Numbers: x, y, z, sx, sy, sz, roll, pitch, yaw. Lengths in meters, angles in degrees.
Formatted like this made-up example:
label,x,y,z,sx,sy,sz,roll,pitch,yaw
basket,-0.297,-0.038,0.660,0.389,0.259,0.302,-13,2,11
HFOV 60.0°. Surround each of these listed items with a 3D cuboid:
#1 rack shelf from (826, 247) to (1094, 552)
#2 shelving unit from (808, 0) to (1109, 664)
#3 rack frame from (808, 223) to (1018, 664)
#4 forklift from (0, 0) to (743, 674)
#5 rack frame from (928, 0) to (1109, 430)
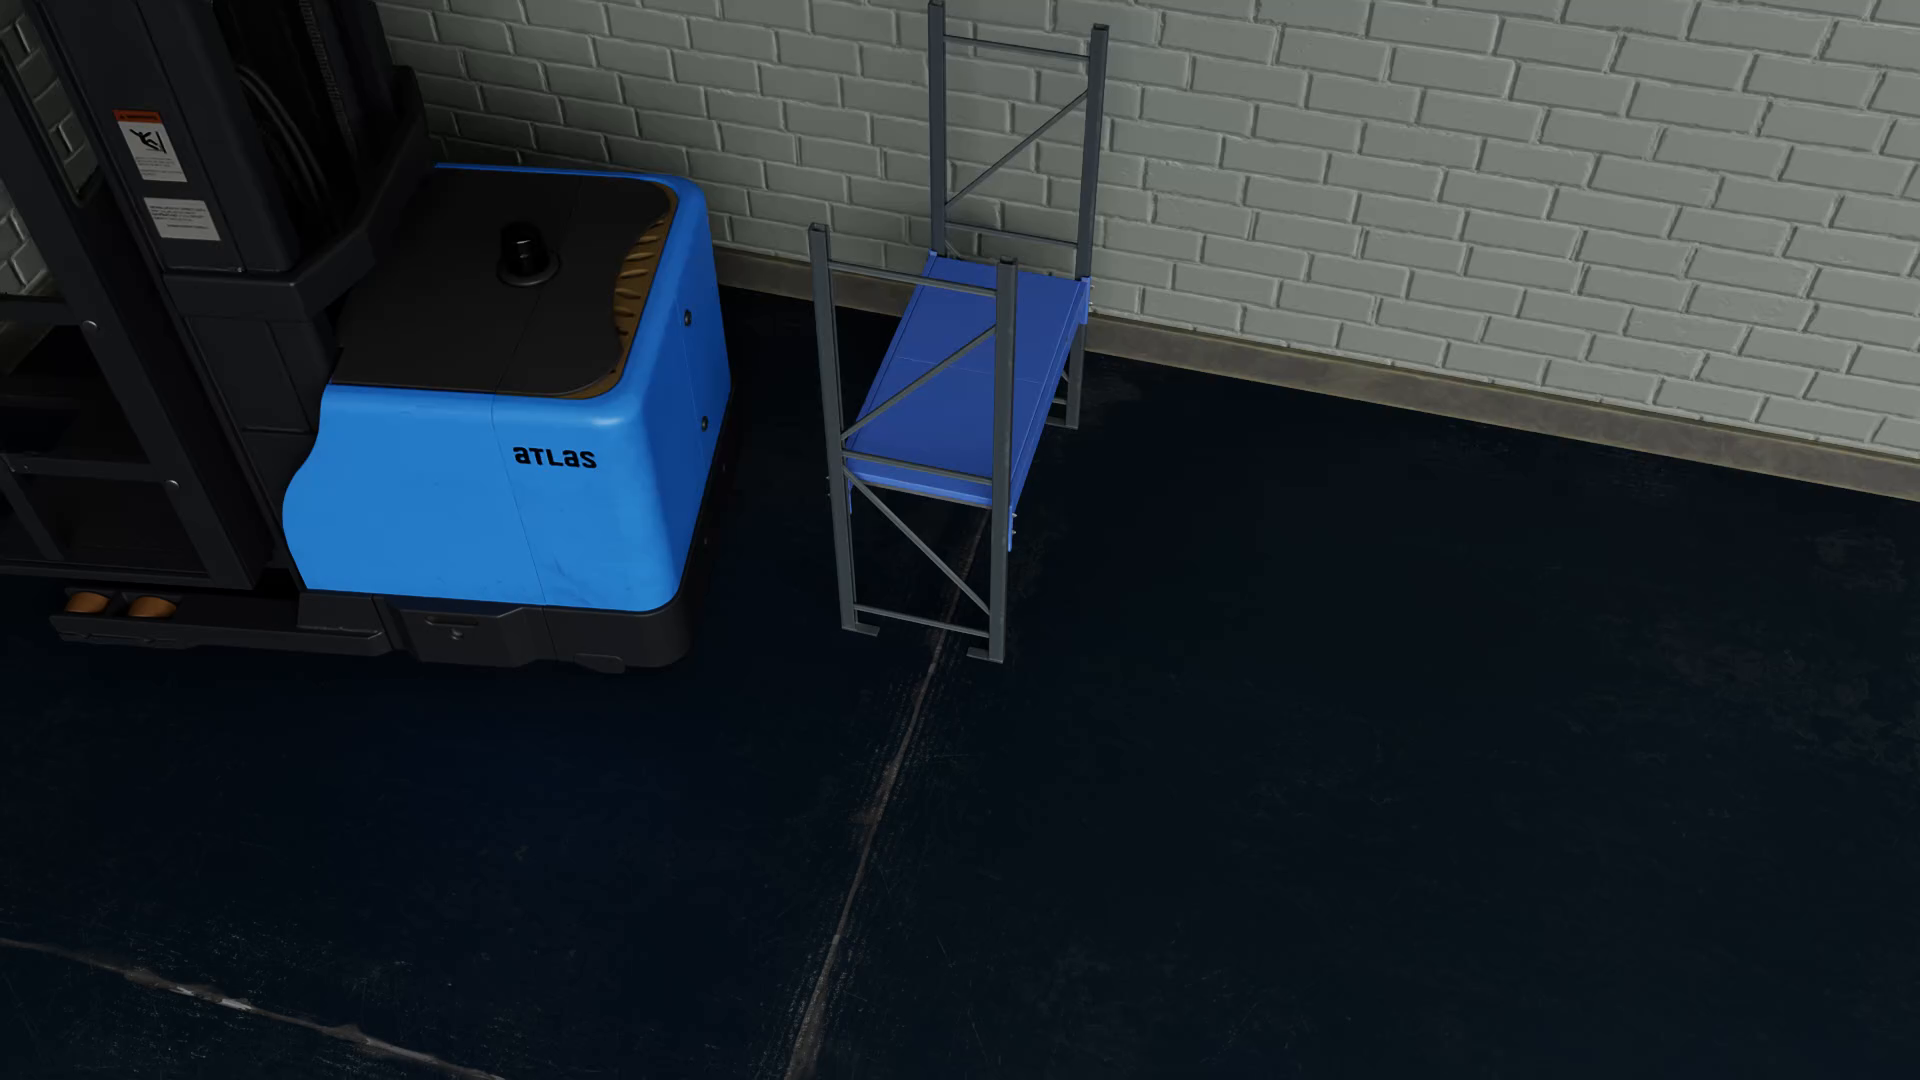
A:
label,x,y,z,sx,sy,sz,roll,pitch,yaw
rack shelf,0.022,-0.439,4.877,0.538,0.185,1.000,12,50,10
shelving unit,0.022,-0.558,4.742,0.538,1.500,1.048,12,50,10
rack frame,-0.111,-0.190,4.418,0.500,1.500,0.032,12,50,10
forklift,-2.257,-1.038,4.211,3.031,2.935,1.130,4,49,3
rack frame,0.156,-0.926,5.067,0.500,1.500,0.032,12,50,10
